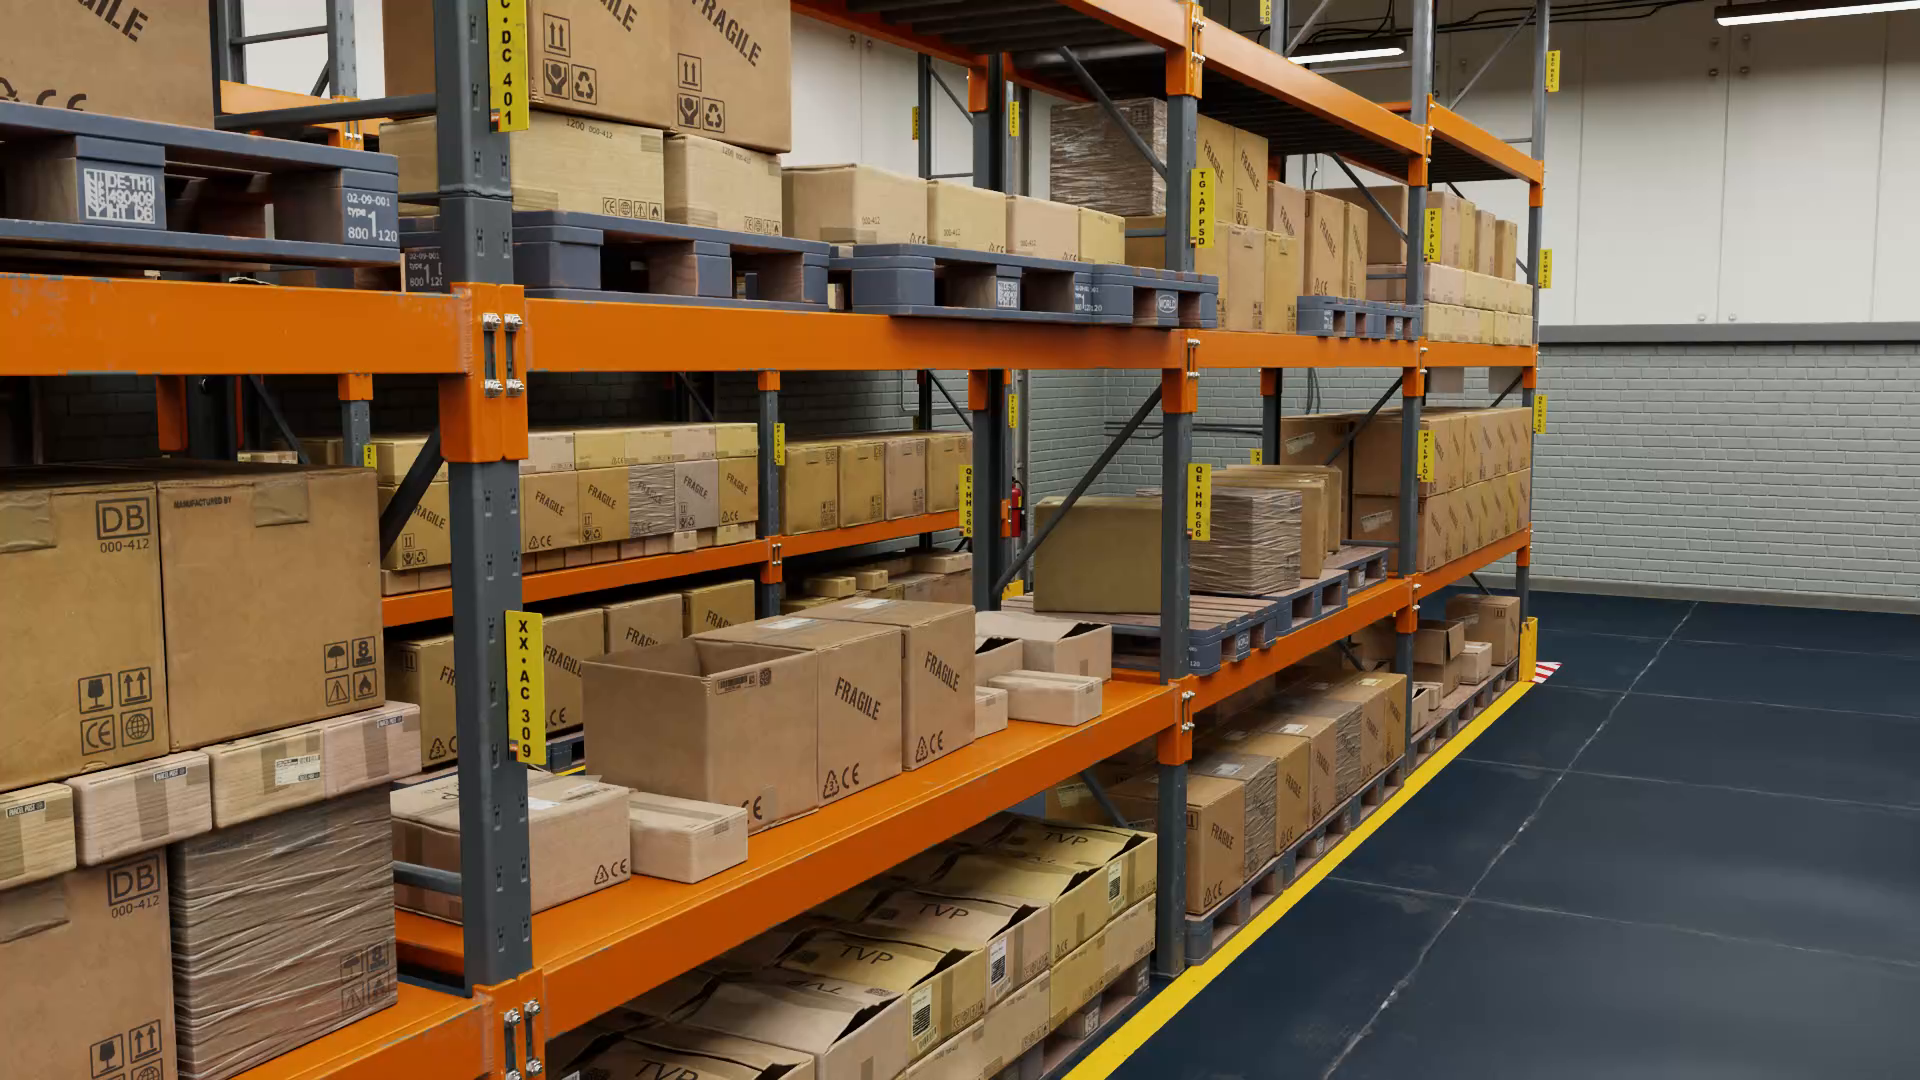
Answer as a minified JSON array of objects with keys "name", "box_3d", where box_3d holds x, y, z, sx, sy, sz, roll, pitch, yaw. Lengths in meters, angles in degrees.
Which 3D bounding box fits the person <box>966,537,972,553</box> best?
[{"name":"person","box_3d":[0.237,-0.040,17.841,0.343,1.646,0.467,3,7,28]}]
